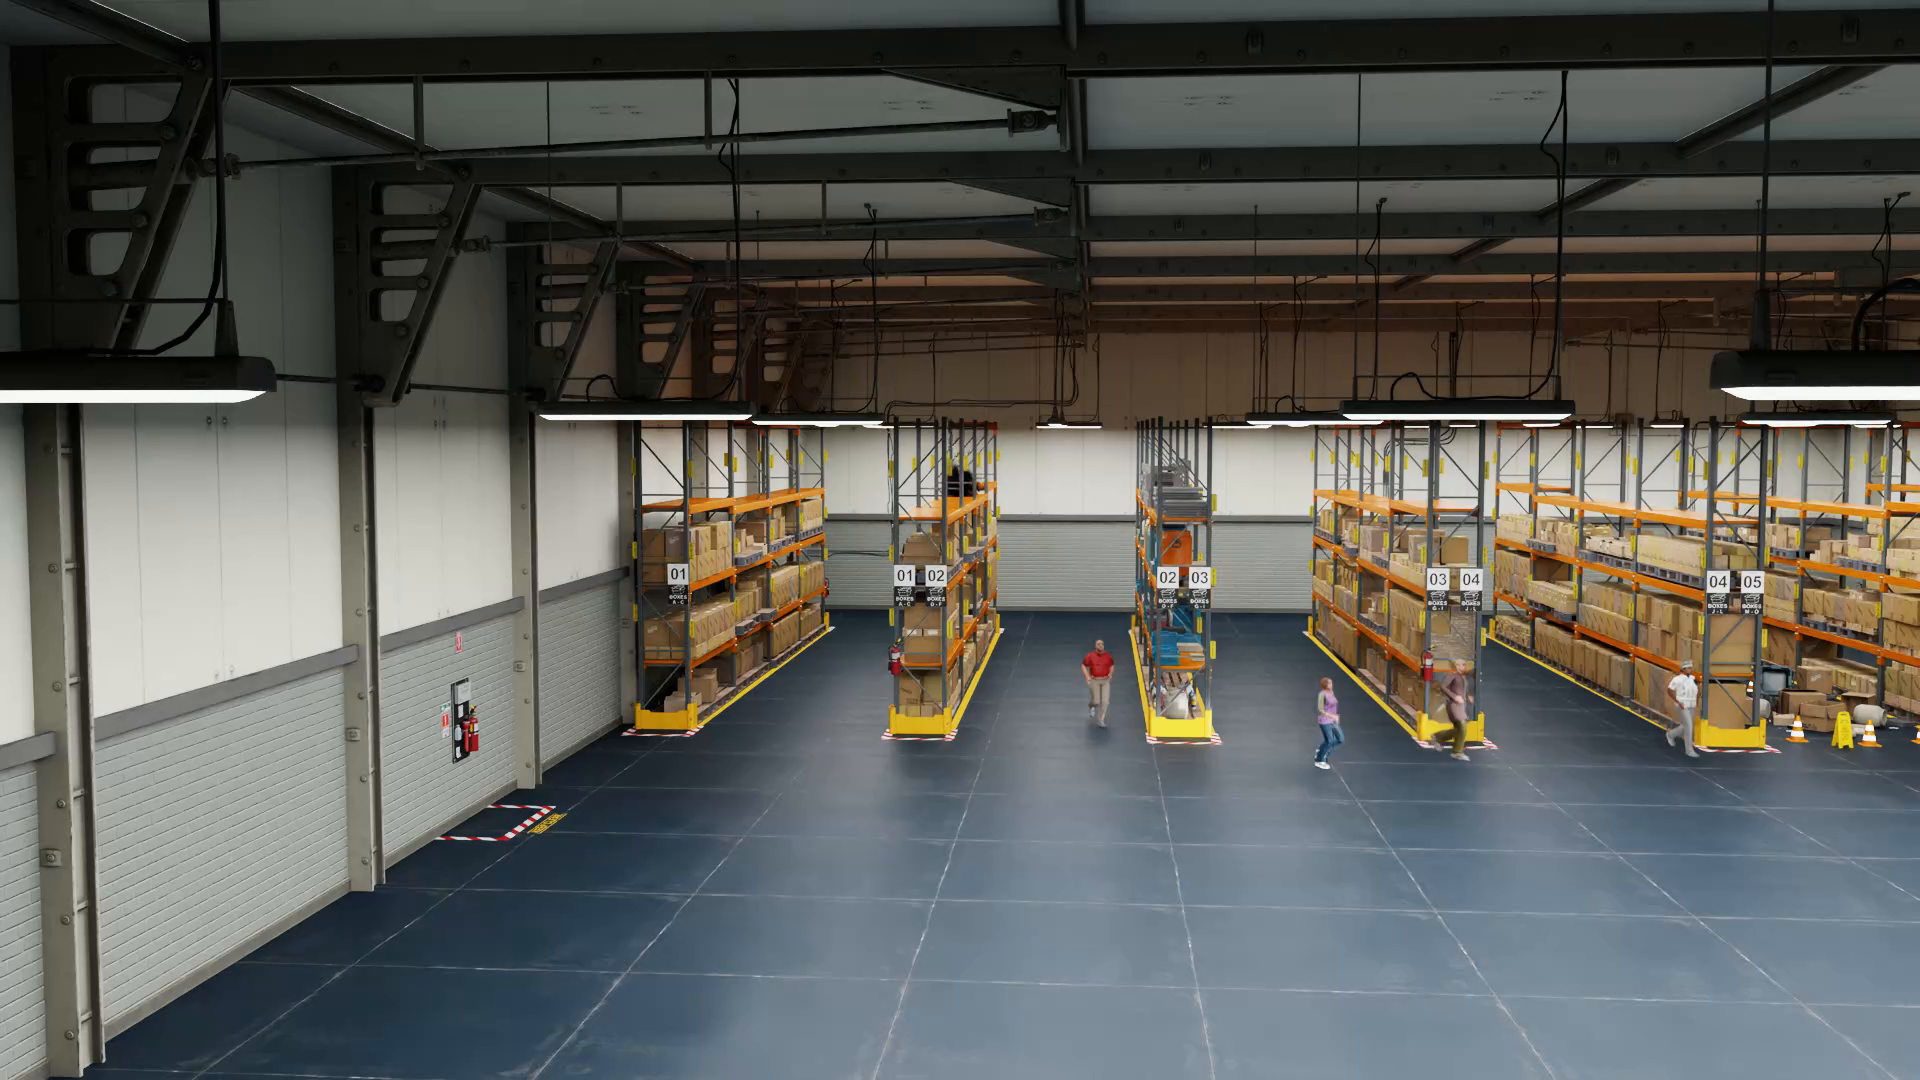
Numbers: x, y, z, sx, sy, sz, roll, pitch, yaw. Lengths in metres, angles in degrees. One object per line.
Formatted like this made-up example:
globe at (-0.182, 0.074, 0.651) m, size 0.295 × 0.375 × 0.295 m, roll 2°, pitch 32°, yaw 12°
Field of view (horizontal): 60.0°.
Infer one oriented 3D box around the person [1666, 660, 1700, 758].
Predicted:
person at (12.853, 2.963, 29.546) m, size 0.592 × 1.693 × 0.797 m, roll -2°, pitch 4°, yaw -25°

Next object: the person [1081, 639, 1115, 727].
person at (2.712, 2.773, 32.417) m, size 0.664 × 1.684 × 0.602 m, roll -1°, pitch 4°, yaw -10°

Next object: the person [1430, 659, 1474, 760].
person at (8.718, 2.962, 29.316) m, size 0.753 × 1.747 × 0.802 m, roll -4°, pitch 5°, yaw -44°

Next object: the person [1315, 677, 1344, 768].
person at (6.271, 3.101, 28.254) m, size 0.500 × 1.560 × 0.550 m, roll 3°, pitch 5°, yaw 38°
